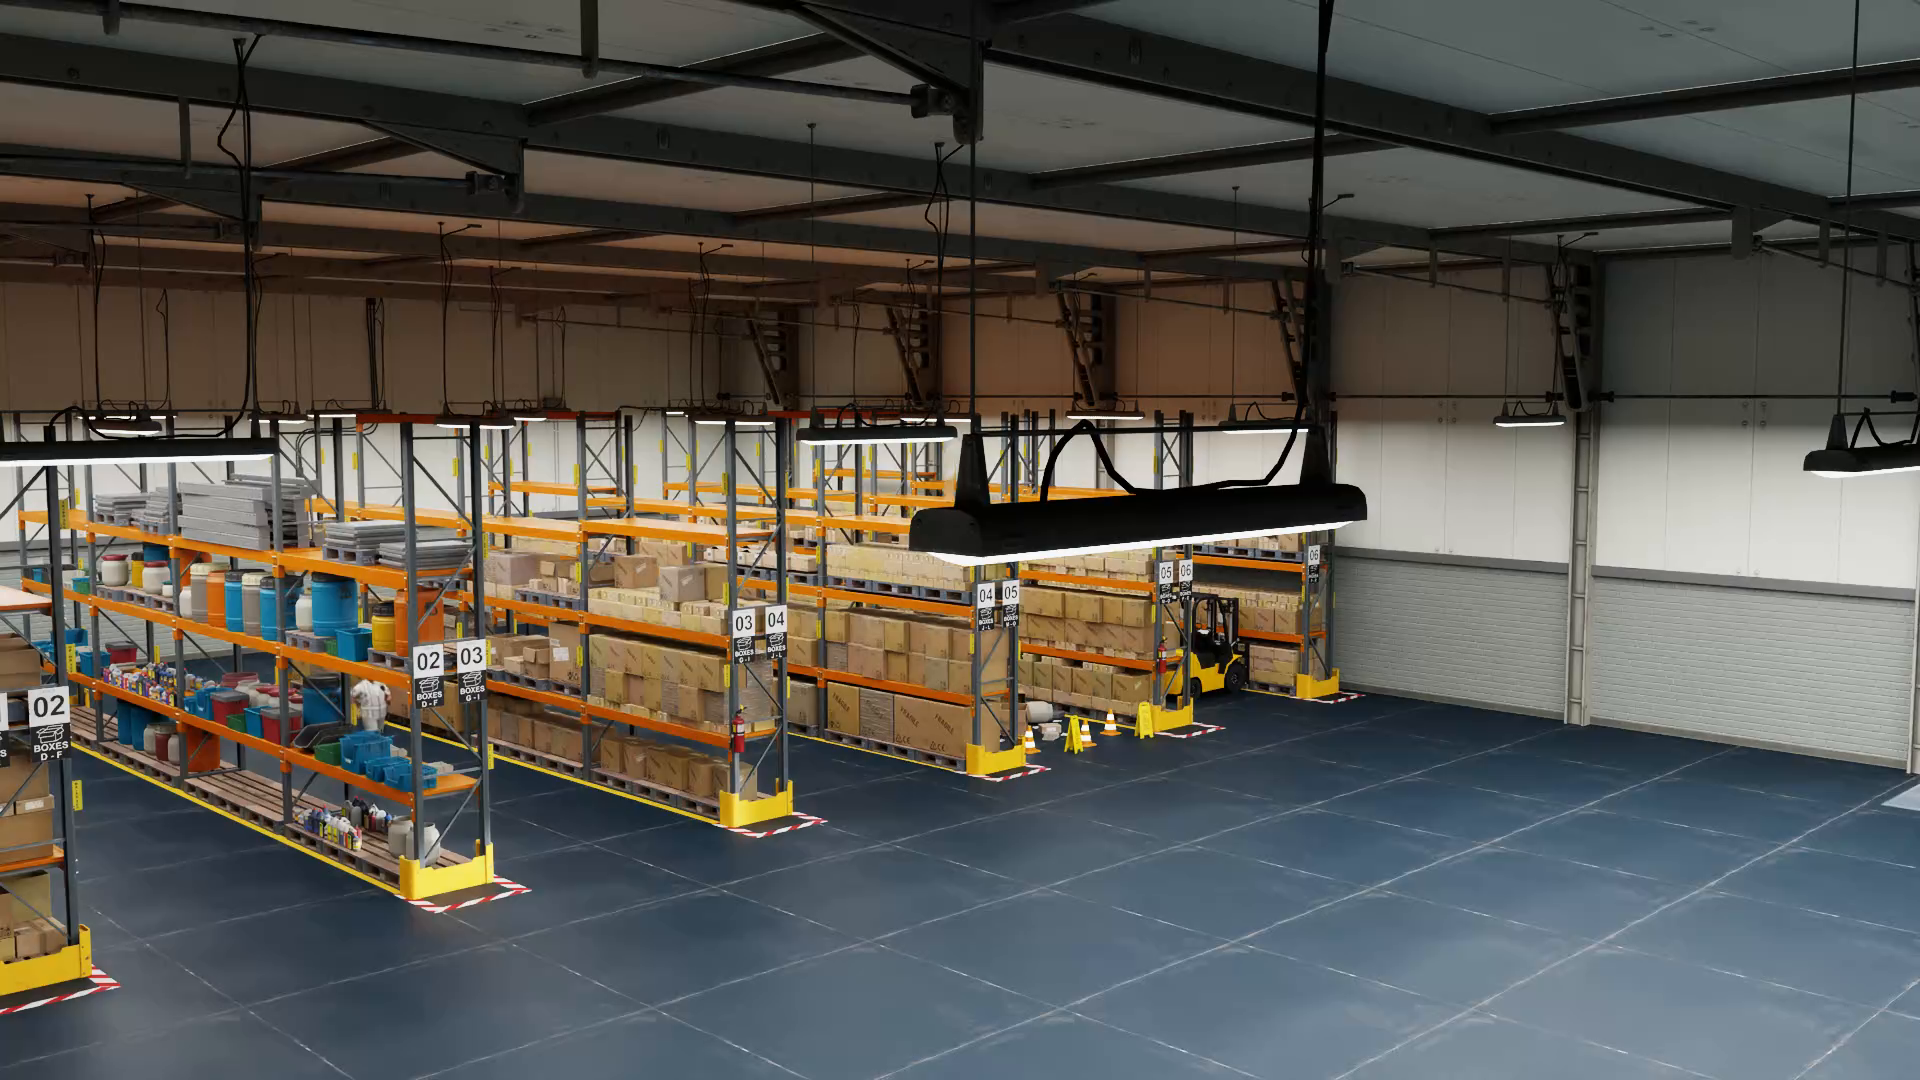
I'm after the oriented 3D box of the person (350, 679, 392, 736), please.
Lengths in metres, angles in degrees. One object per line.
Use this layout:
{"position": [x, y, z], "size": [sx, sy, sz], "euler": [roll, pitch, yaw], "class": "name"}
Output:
{"position": [-9.906, 2.992, 28.096], "size": [0.936, 1.784, 0.657], "euler": [3, 6, 35], "class": "person"}
